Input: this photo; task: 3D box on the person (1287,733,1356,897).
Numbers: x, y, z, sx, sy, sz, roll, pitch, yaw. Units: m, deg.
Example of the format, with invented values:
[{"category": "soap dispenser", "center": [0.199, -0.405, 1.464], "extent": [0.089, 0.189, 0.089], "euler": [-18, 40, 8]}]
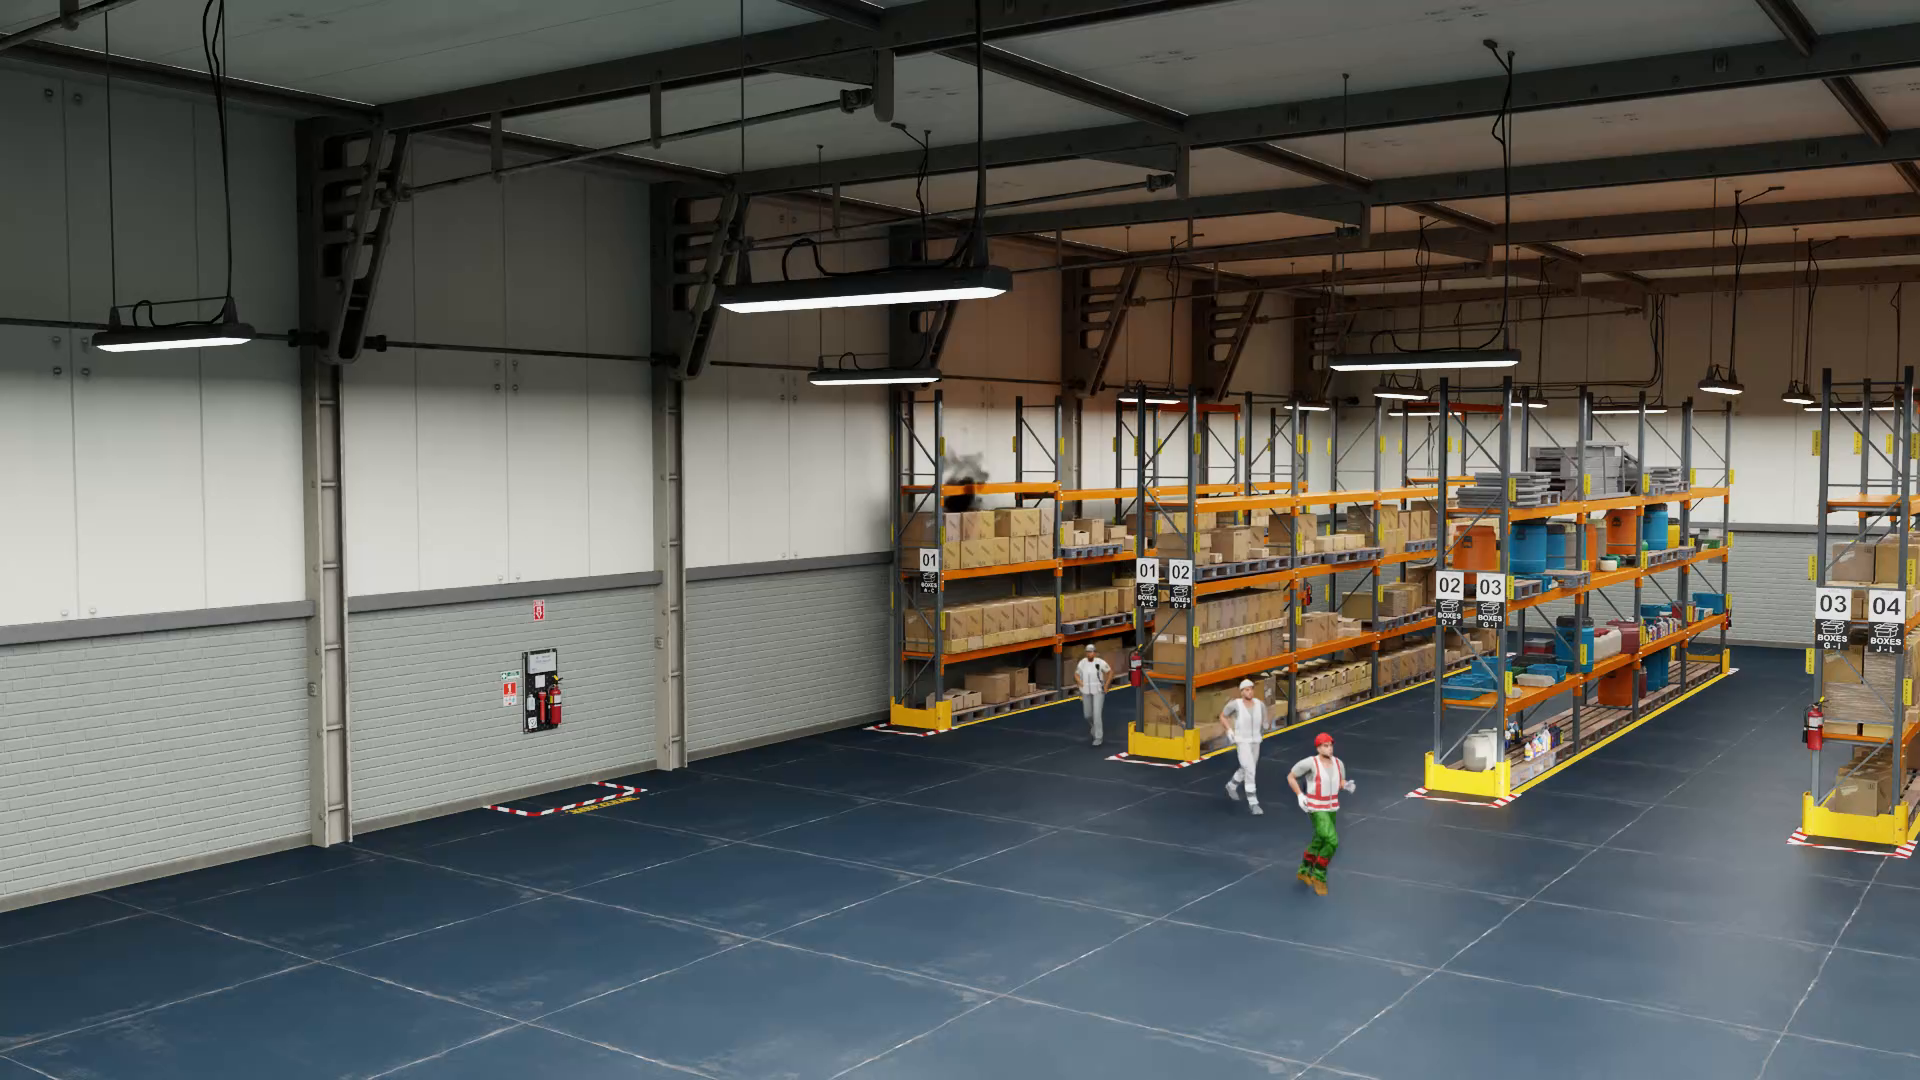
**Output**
[{"category": "person", "center": [4.095, 3.073, 18.680], "extent": [0.616, 1.832, 0.746], "euler": [-2, 4, -33]}]

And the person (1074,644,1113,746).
[{"category": "person", "center": [2.250, 2.582, 28.096], "extent": [0.657, 1.658, 0.898], "euler": [1, 3, 15]}]

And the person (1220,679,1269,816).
[{"category": "person", "center": [3.963, 2.811, 22.919], "extent": [0.634, 1.802, 0.929], "euler": [-1, 3, -23]}]
